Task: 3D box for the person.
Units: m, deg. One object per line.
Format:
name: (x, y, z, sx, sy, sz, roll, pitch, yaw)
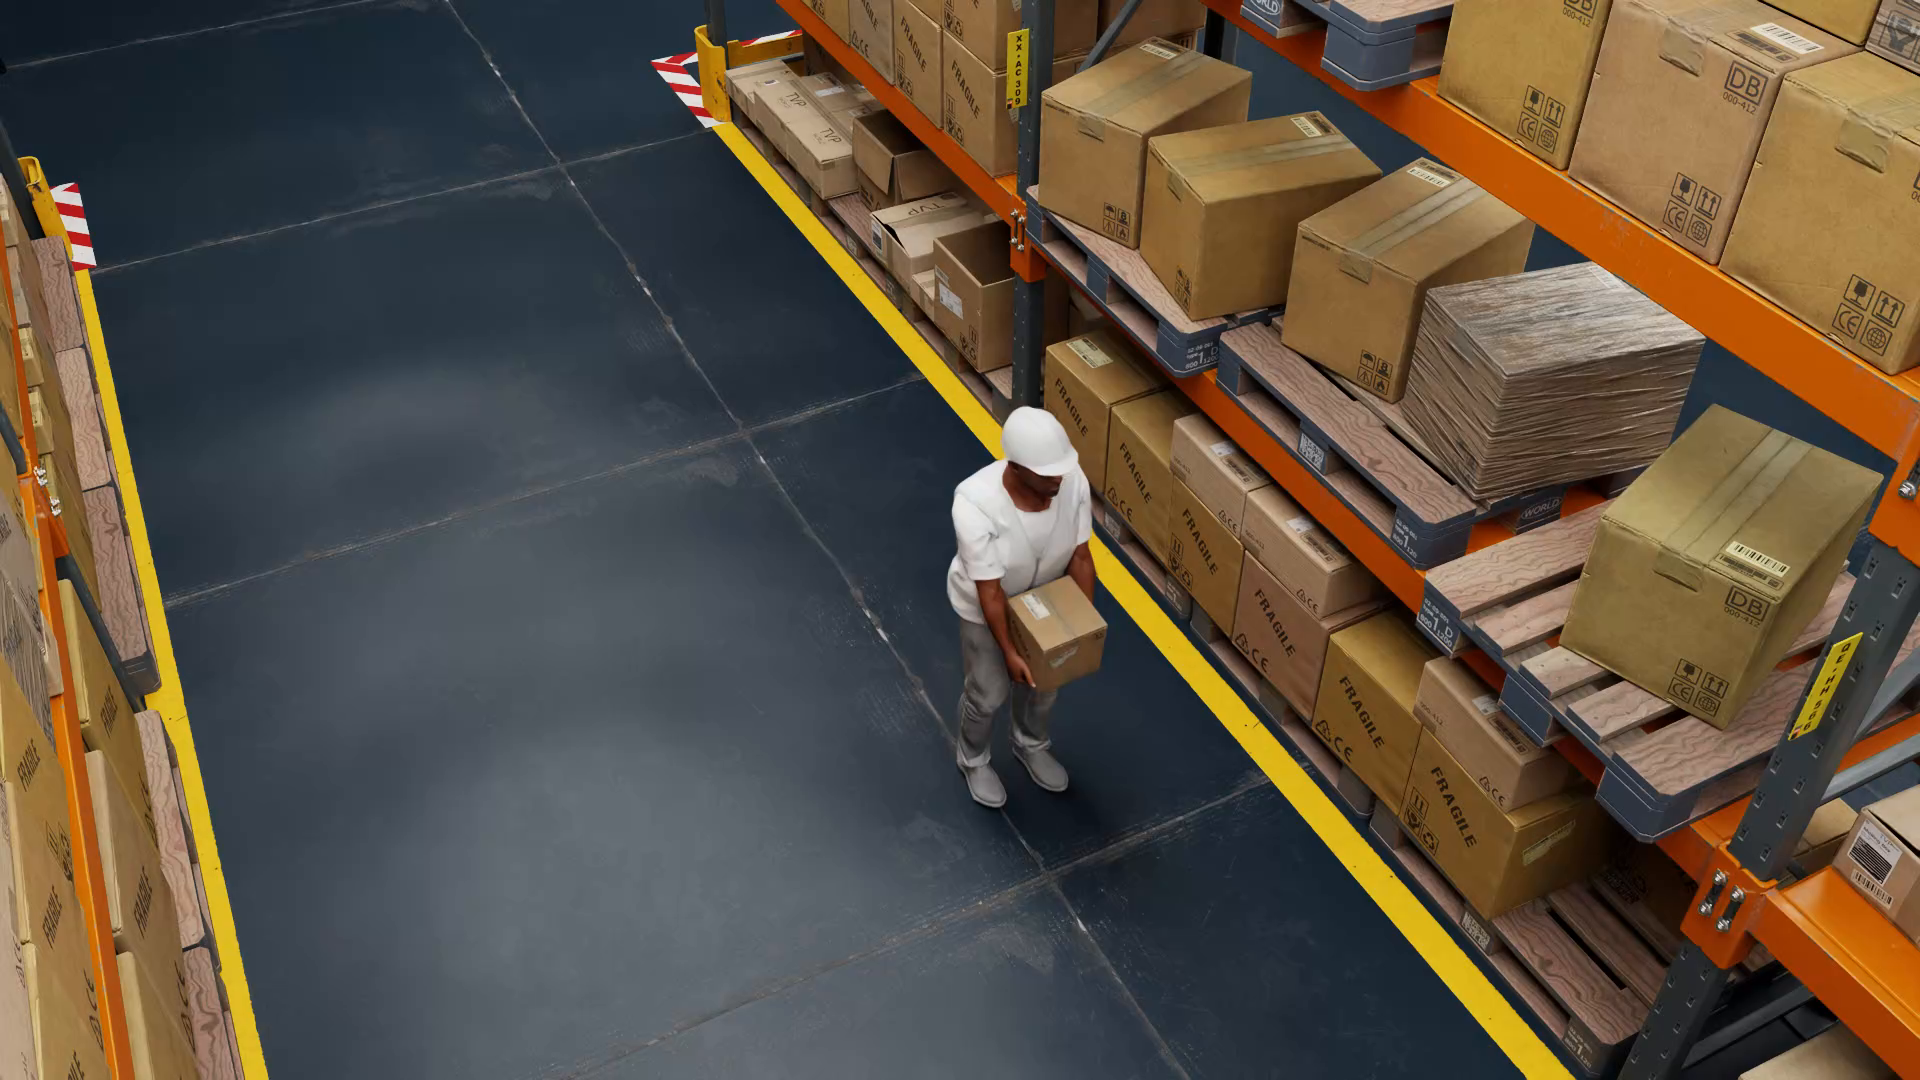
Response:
person: (0.240, 0.265, 5.846, 0.505, 1.750, 0.582, -20, 45, -22)
